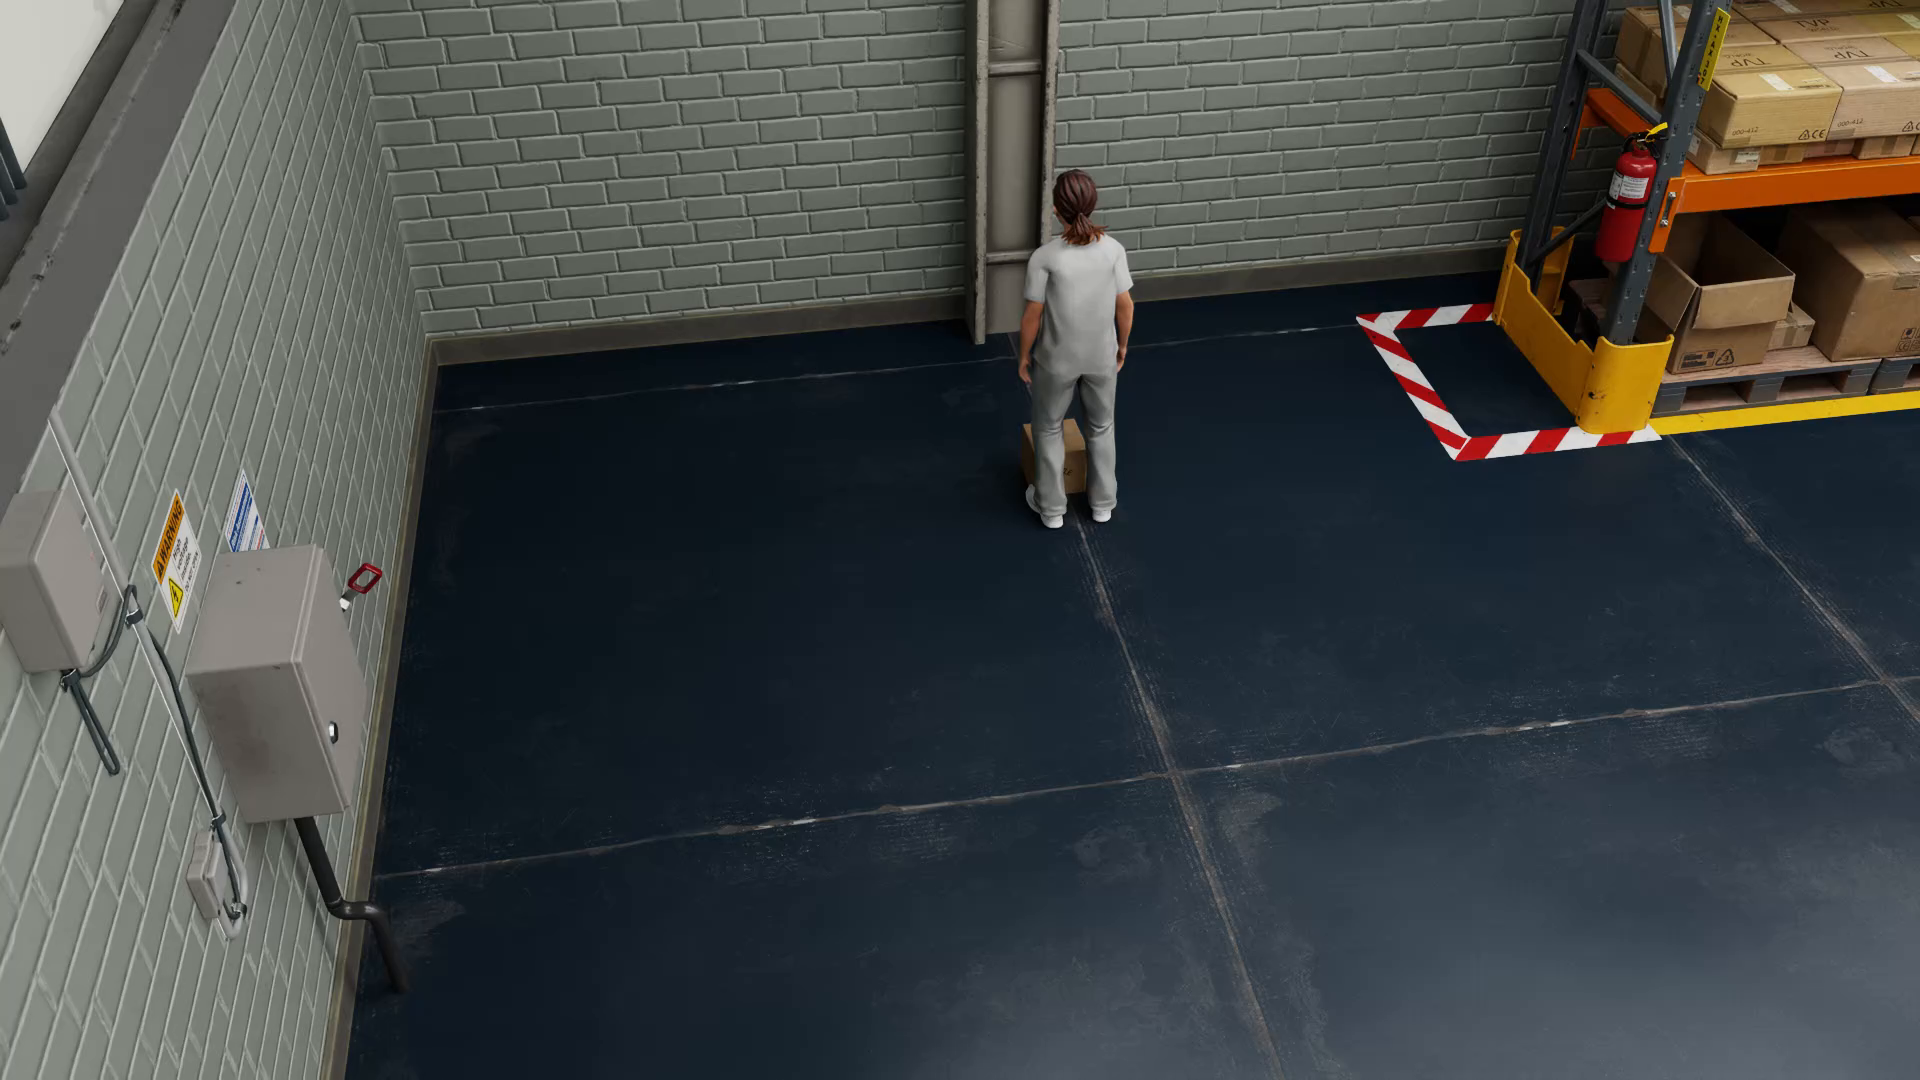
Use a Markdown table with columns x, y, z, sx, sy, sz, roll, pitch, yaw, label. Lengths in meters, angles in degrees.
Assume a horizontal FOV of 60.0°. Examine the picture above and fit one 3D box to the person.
| x | y | z | sx | sy | sz | roll | pitch | yaw | label |
| --- | --- | --- | --- | --- | --- | --- | --- | --- | --- |
| 0.491 | -0.785 | 7.132 | 0.495 | 1.673 | 0.352 | -7 | 39 | -8 | person |
